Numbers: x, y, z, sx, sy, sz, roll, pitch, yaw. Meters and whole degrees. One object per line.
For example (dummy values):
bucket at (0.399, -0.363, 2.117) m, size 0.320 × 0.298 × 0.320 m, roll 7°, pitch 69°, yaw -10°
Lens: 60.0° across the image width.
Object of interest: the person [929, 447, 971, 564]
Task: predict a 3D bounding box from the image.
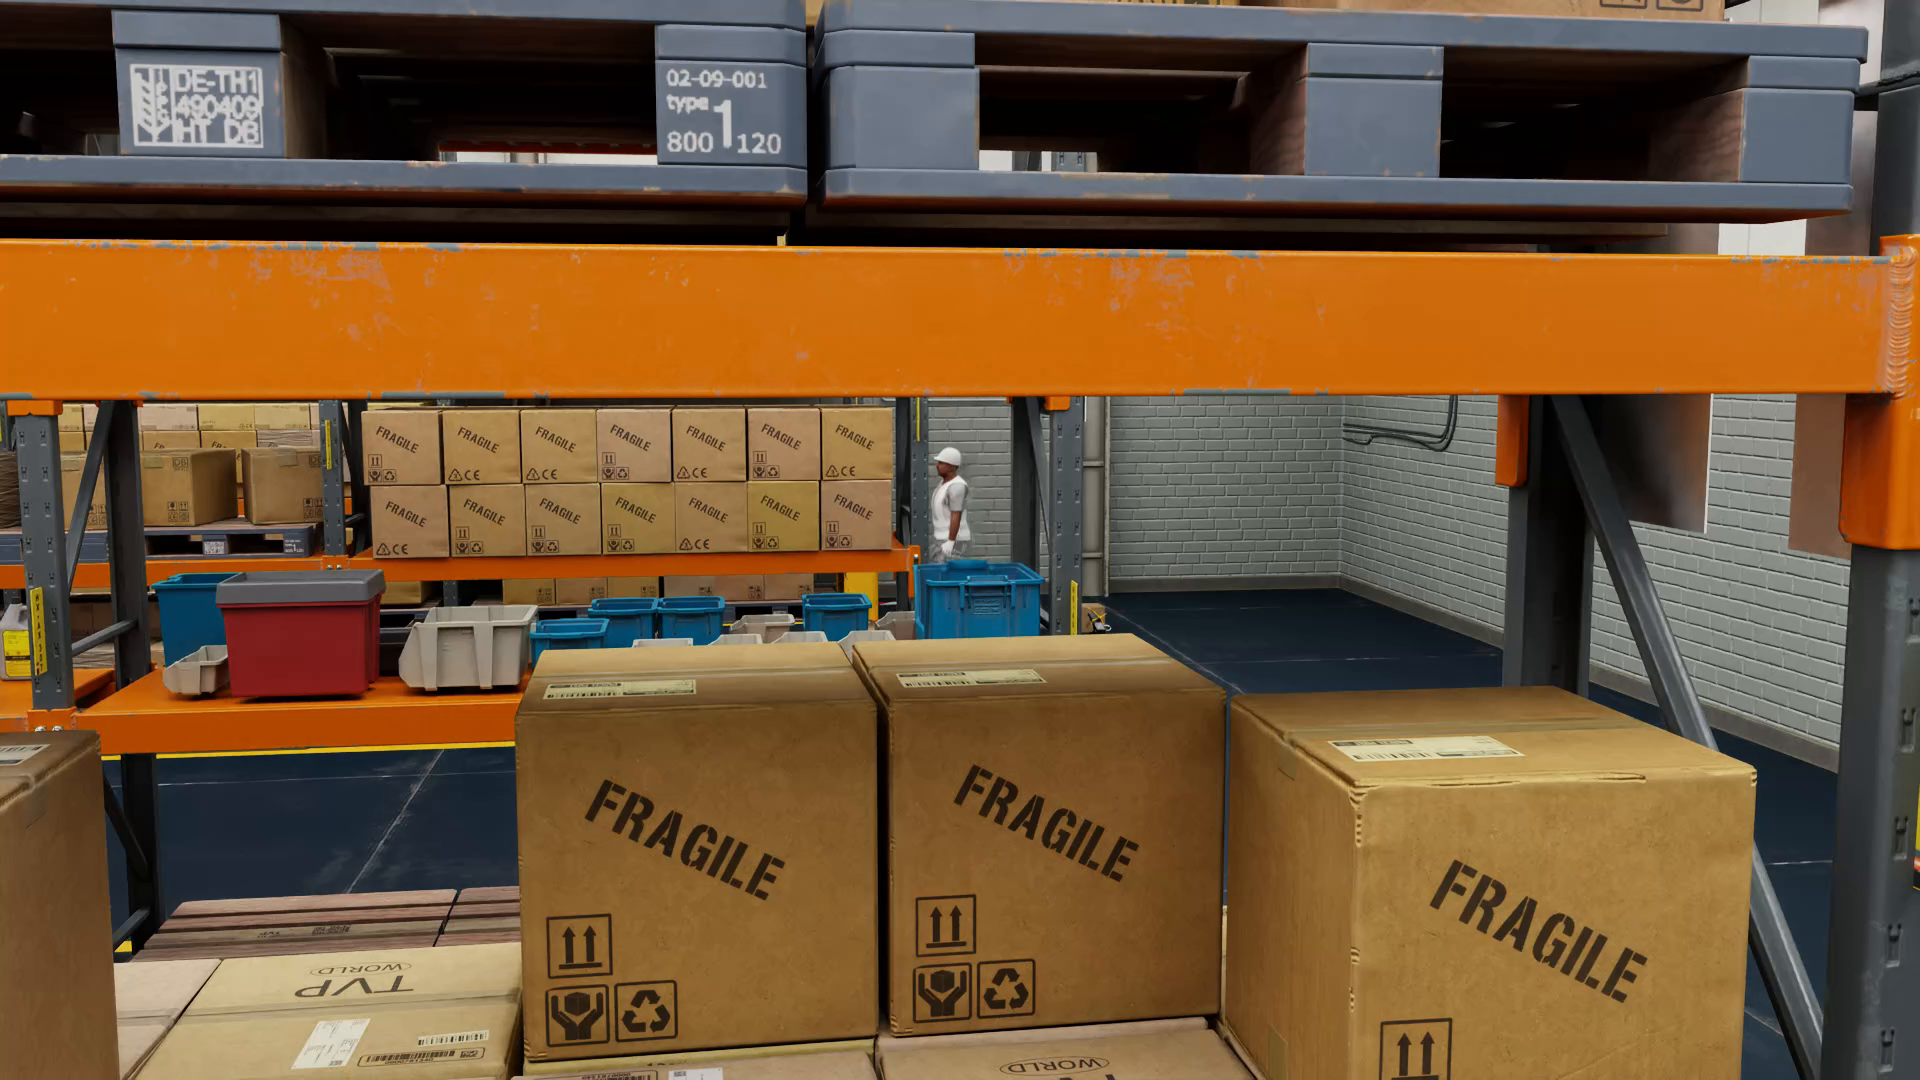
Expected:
person at (-0.048, 0.003, 15.852) m, size 0.526 × 1.777 × 0.563 m, roll -1°, pitch 7°, yaw -13°
